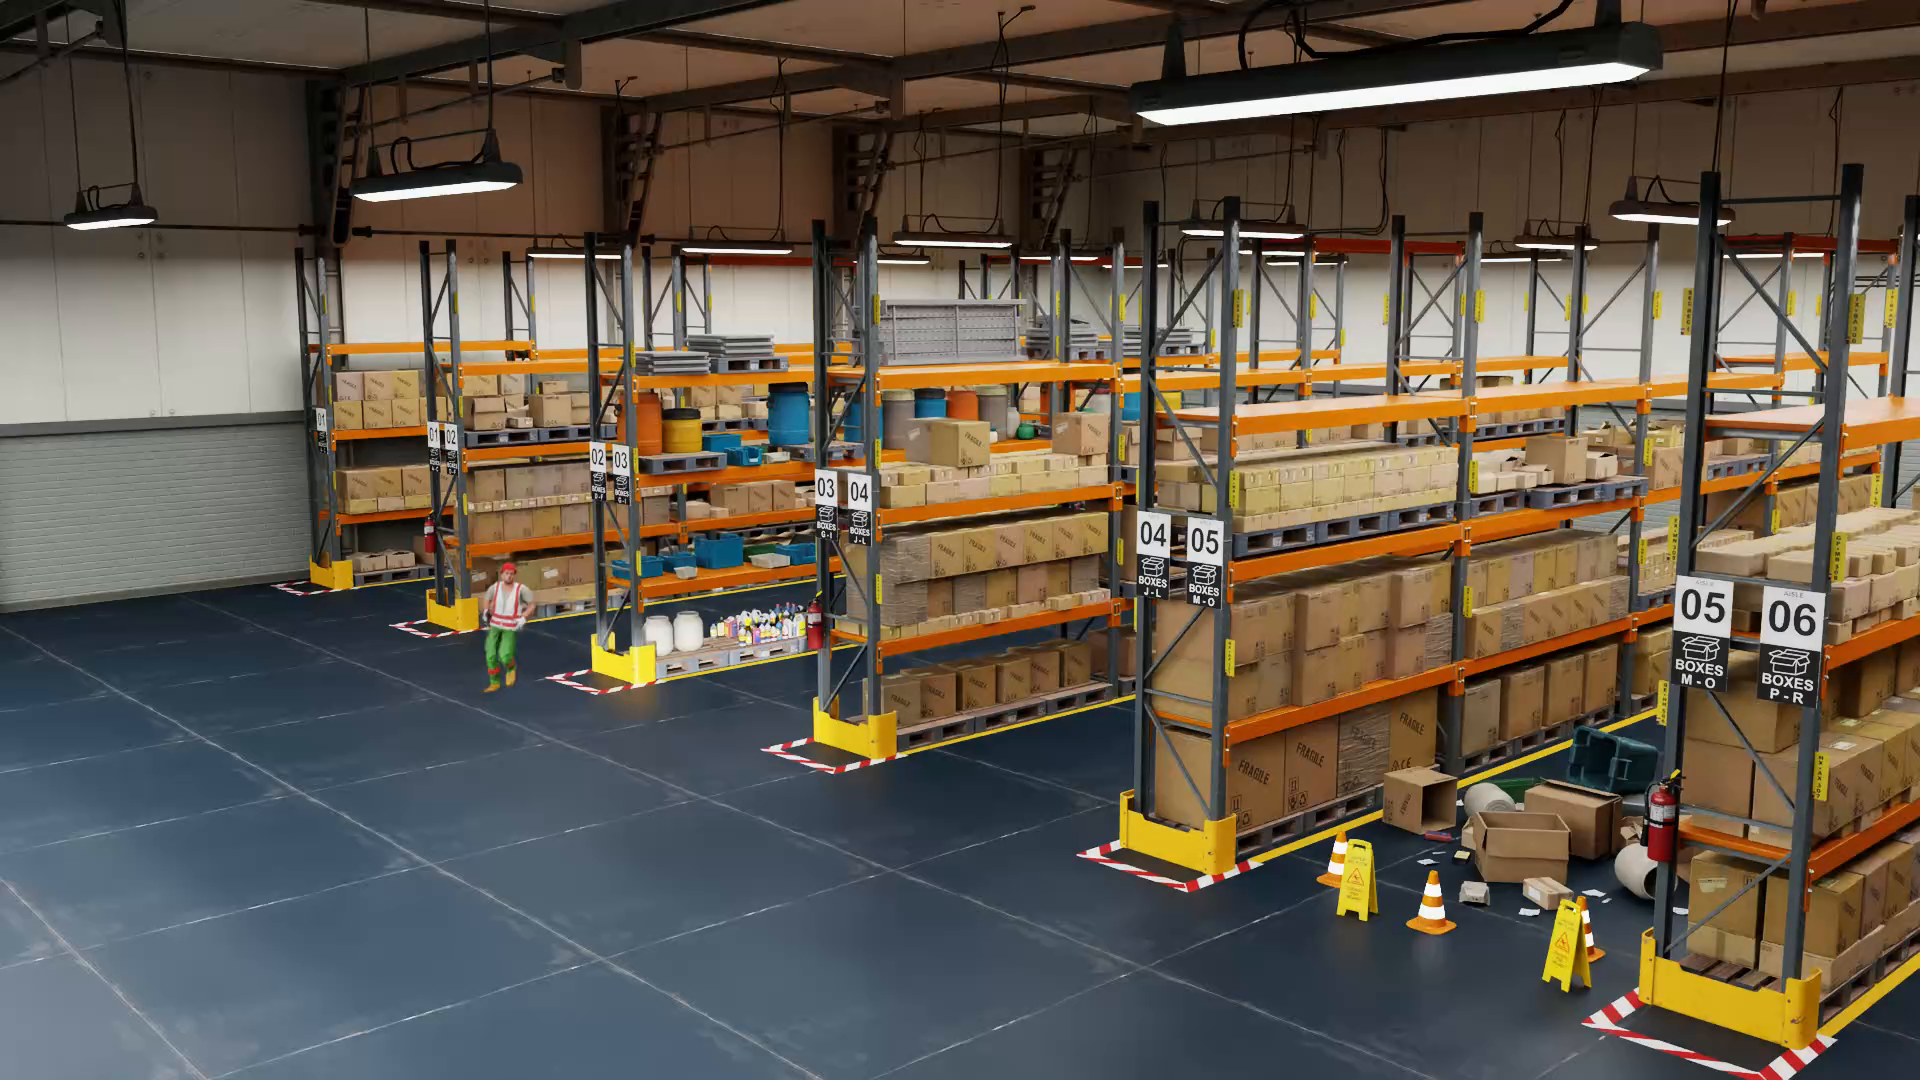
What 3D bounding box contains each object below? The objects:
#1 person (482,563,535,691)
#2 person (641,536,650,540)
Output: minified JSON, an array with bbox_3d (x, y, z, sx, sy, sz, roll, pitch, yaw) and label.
[{"bbox_3d":[-5.939,1.142,21.755,0.661,1.707,0.561,1,8,5],"label":"person"},{"bbox_3d":[-5.683,-0.129,30.430,0.606,1.648,0.873,7,11,41],"label":"person"}]
